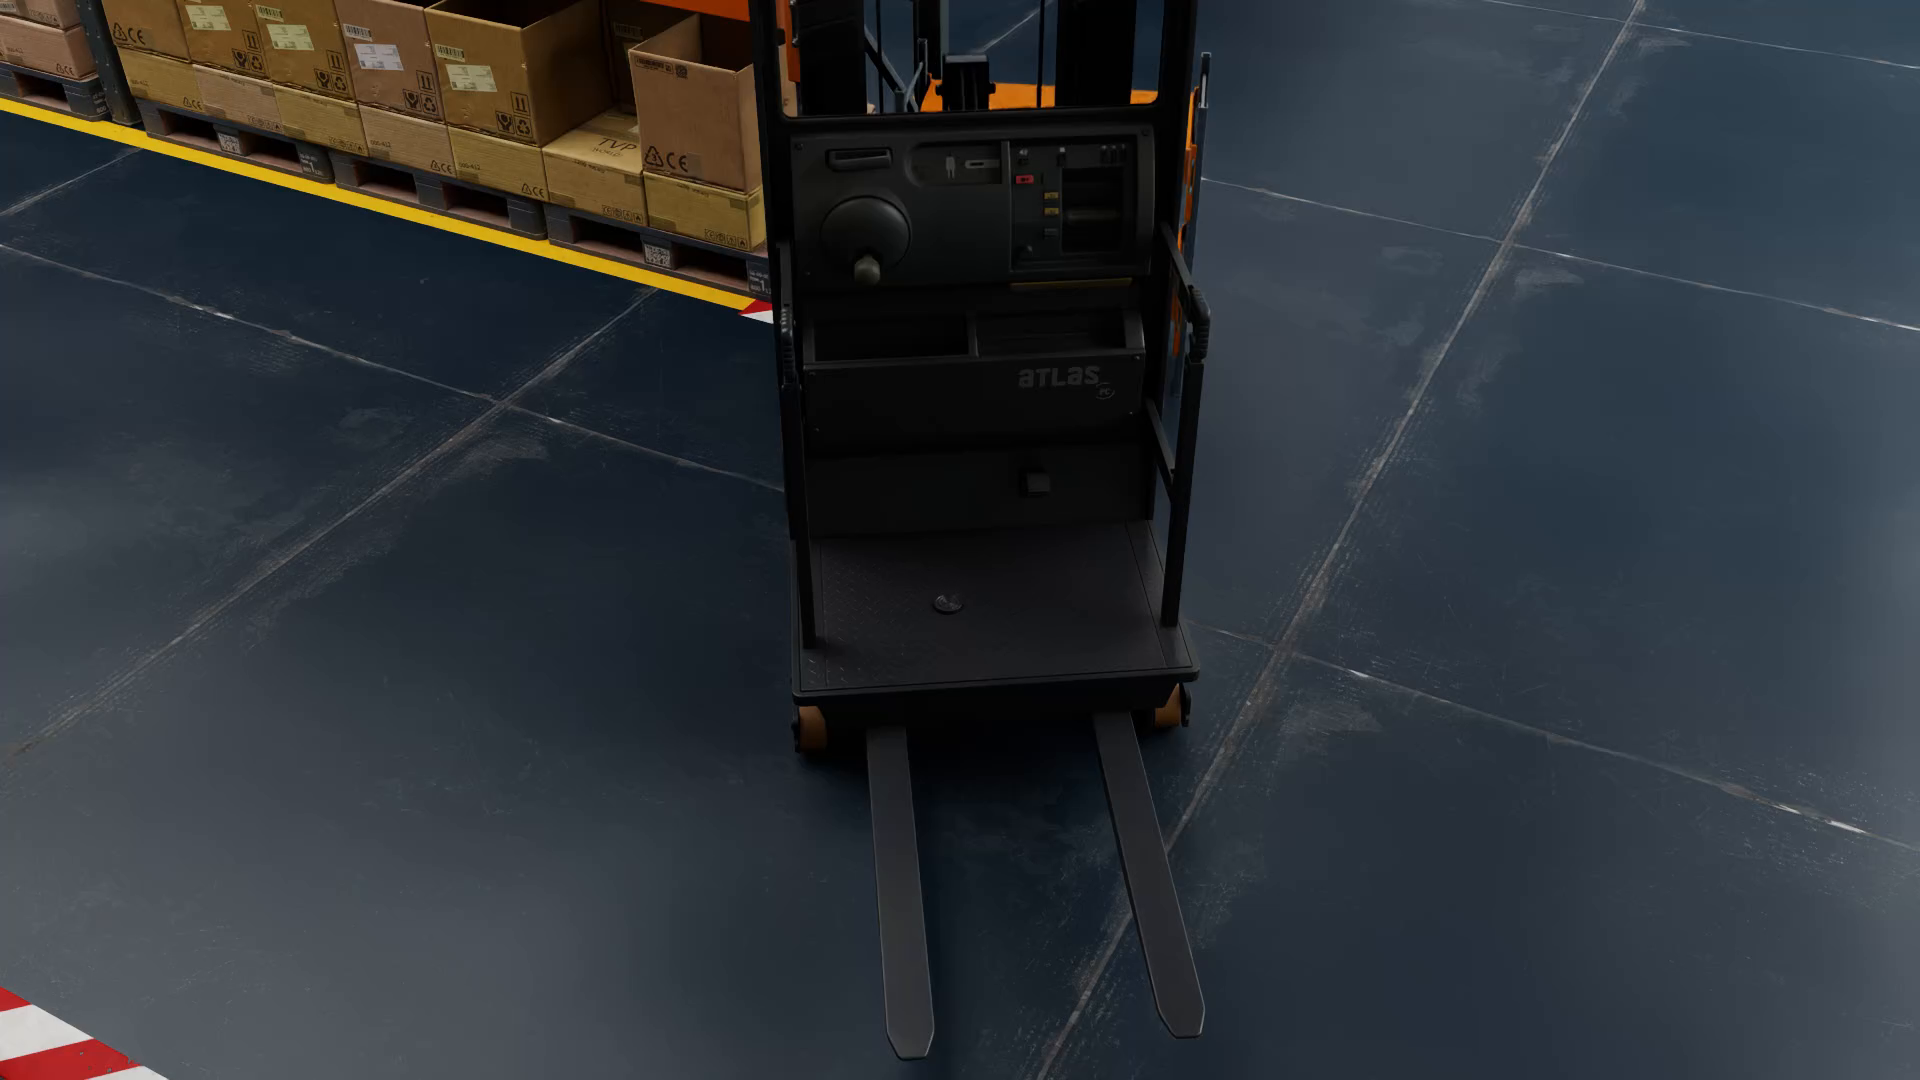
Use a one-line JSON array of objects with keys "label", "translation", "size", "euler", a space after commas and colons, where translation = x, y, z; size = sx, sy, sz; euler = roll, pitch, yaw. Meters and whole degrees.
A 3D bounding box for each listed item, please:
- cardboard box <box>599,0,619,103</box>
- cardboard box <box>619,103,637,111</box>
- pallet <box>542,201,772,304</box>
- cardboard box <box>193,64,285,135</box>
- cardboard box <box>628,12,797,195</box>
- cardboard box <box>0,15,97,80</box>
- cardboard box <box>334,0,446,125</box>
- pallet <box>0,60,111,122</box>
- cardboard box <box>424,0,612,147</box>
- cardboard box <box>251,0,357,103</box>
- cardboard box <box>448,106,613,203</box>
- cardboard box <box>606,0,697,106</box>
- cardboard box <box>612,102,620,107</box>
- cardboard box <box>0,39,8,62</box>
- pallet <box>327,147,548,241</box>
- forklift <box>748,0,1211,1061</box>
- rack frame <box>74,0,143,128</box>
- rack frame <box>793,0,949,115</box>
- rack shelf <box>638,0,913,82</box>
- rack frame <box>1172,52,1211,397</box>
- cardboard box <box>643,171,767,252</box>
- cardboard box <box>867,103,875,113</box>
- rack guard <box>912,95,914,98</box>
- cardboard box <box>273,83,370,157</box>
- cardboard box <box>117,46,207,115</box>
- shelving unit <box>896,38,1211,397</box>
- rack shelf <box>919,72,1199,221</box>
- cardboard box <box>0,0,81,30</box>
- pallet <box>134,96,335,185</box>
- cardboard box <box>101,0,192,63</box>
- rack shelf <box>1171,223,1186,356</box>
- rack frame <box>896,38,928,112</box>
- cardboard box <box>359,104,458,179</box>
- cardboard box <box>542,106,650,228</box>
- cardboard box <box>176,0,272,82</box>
[{"label": "cardboard box", "translation": [-1.596, -2.293, 7.323], "size": [0.500, 0.500, 0.500], "euler": [17, 41, 21]}, {"label": "cardboard box", "translation": [-1.147, -1.861, 7.374], "size": [0.500, 0.250, 0.500], "euler": [17, 41, 21]}, {"label": "pallet", "translation": [-1.025, -1.463, 7.229], "size": [1.213, 0.211, 1.003], "euler": [17, 41, 21]}, {"label": "cardboard box", "translation": [-3.165, -2.134, 7.734], "size": [0.500, 0.250, 0.500], "euler": [17, 41, 21]}, {"label": "cardboard box", "translation": [-0.940, -1.743, 6.599], "size": [0.500, 0.500, 0.500], "euler": [17, 41, 21]}, {"label": "cardboard box", "translation": [-4.380, -2.527, 8.252], "size": [0.500, 0.250, 0.500], "euler": [17, 40, 21]}, {"label": "cardboard box", "translation": [-2.278, -2.153, 7.139], "size": [0.500, 0.500, 0.500], "euler": [17, 41, 21]}, {"label": "pallet", "translation": [-4.551, -2.569, 8.686], "size": [1.213, 0.211, 1.003], "euler": [17, 41, 21]}, {"label": "cardboard box", "translation": [-1.835, -2.013, 6.955], "size": [0.500, 0.500, 0.500], "euler": [17, 41, 21]}, {"label": "cardboard box", "translation": [-2.723, -2.291, 7.321], "size": [0.500, 0.500, 0.500], "euler": [17, 41, 21]}, {"label": "cardboard box", "translation": [-1.833, -1.716, 7.184], "size": [0.500, 0.250, 0.500], "euler": [17, 41, 21]}, {"label": "cardboard box", "translation": [-1.146, -2.160, 7.149], "size": [0.500, 0.500, 0.500], "euler": [17, 41, 21]}, {"label": "cardboard box", "translation": [-1.590, -2.000, 7.558], "size": [0.500, 0.250, 0.500], "euler": [17, 41, 21]}, {"label": "cardboard box", "translation": [-4.829, -2.669, 8.438], "size": [0.500, 0.250, 0.500], "euler": [17, 40, 21]}, {"label": "pallet", "translation": [-2.105, -1.803, 7.677], "size": [1.213, 0.211, 1.003], "euler": [17, 41, 21]}, {"label": "forklift", "translation": [0.059, -0.789, 4.092], "size": [1.130, 2.935, 3.031], "euler": [-3, 37, -4]}, {"label": "rack frame", "translation": [-3.879, -3.495, 7.601], "size": [0.127, 3.000, 1.000], "euler": [17, 41, 21]}, {"label": "rack frame", "translation": [-0.327, -2.383, 6.135], "size": [0.127, 3.000, 1.000], "euler": [17, 41, 21]}, {"label": "rack shelf", "translation": [-2.103, -2.653, 7.086], "size": [4.000, 0.370, 1.077], "euler": [17, 41, 21]}, {"label": "rack frame", "translation": [0.839, -1.130, 6.035], "size": [0.032, 1.125, 0.500], "euler": [5, 37, 6]}, {"label": "cardboard box", "translation": [-0.939, -1.446, 6.827], "size": [0.500, 0.250, 0.500], "euler": [17, 41, 21]}, {"label": "cardboard box", "translation": [-0.701, -1.724, 7.194], "size": [0.500, 0.250, 0.500], "euler": [17, 41, 21]}, {"label": "rack guard", "translation": [-0.306, -1.381, 6.882], "size": [0.348, 0.500, 1.175], "euler": [17, 41, 21]}, {"label": "cardboard box", "translation": [-2.723, -1.992, 7.547], "size": [0.500, 0.250, 0.500], "euler": [17, 41, 21]}, {"label": "cardboard box", "translation": [-3.607, -2.276, 7.921], "size": [0.500, 0.250, 0.500], "euler": [17, 41, 21]}, {"label": "shelving unit", "translation": [0.335, -1.173, 6.091], "size": [1.048, 1.125, 0.538], "euler": [5, 37, 6]}, {"label": "rack shelf", "translation": [0.335, -1.406, 5.914], "size": [1.000, 0.278, 0.538], "euler": [5, 37, 6]}, {"label": "cardboard box", "translation": [-4.370, -2.749, 8.081], "size": [0.500, 0.311, 0.500], "euler": [17, 41, 21]}, {"label": "pallet", "translation": [-3.192, -2.141, 8.123], "size": [1.213, 0.211, 1.003], "euler": [17, 41, 21]}, {"label": "cardboard box", "translation": [-3.611, -2.569, 7.687], "size": [0.500, 0.500, 0.500], "euler": [17, 41, 21]}, {"label": "rack shelf", "translation": [0.335, -0.978, 6.239], "size": [1.000, 0.278, 0.538], "euler": [5, 37, 6]}, {"label": "rack frame", "translation": [-0.168, -1.215, 6.147], "size": [0.032, 1.125, 0.500], "euler": [5, 37, 6]}, {"label": "cardboard box", "translation": [-2.277, -1.856, 7.368], "size": [0.500, 0.250, 0.500], "euler": [17, 41, 21]}, {"label": "cardboard box", "translation": [-1.389, -1.578, 7.002], "size": [0.500, 0.250, 0.500], "euler": [17, 41, 21]}, {"label": "cardboard box", "translation": [-3.164, -2.434, 7.509], "size": [0.500, 0.500, 0.500], "euler": [17, 41, 21]}]
